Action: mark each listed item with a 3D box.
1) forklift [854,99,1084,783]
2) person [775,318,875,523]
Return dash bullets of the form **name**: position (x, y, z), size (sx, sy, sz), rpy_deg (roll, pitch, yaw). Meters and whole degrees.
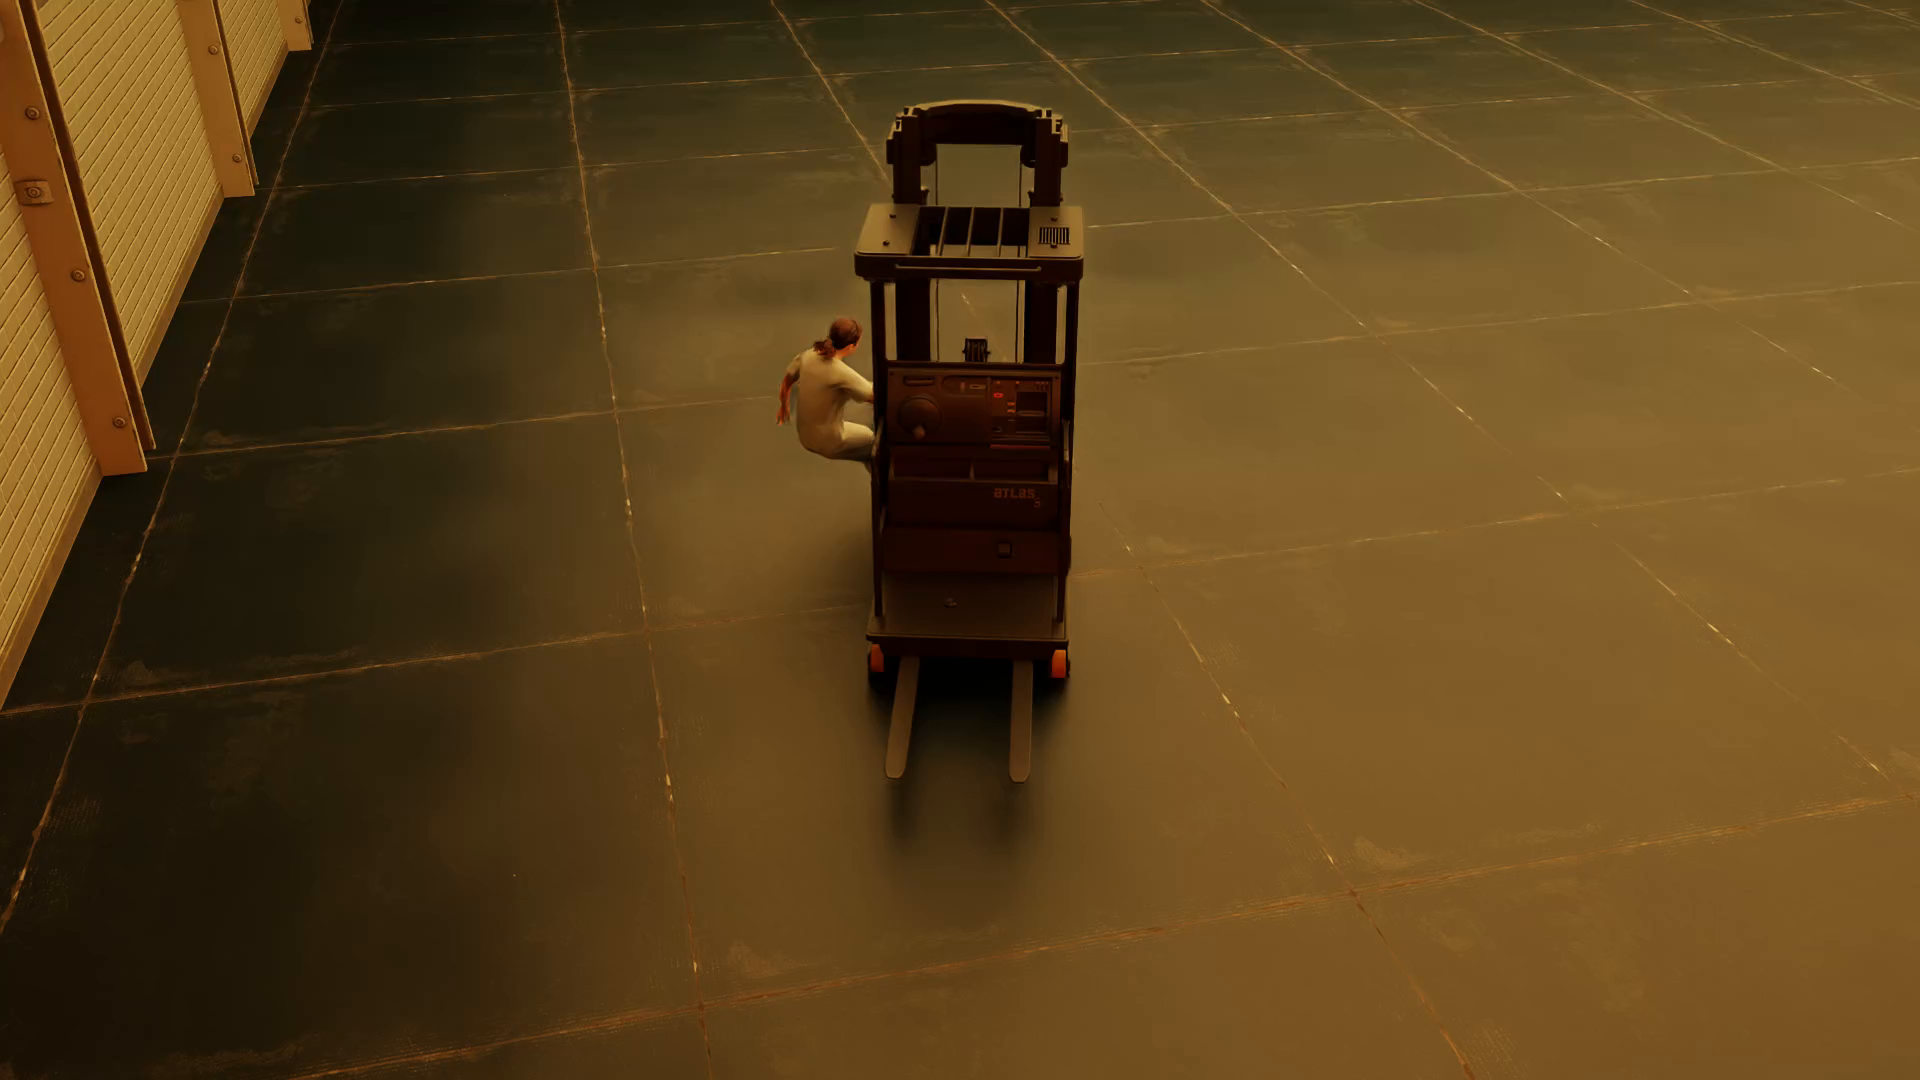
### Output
- **forklift**: position (0.064, -0.671, 8.734), size (1.130, 2.935, 3.031), rpy_deg (2, 30, 3)
- **person**: position (-0.649, -0.783, 10.525), size (0.873, 1.445, 0.824), rpy_deg (-25, 38, -36)
